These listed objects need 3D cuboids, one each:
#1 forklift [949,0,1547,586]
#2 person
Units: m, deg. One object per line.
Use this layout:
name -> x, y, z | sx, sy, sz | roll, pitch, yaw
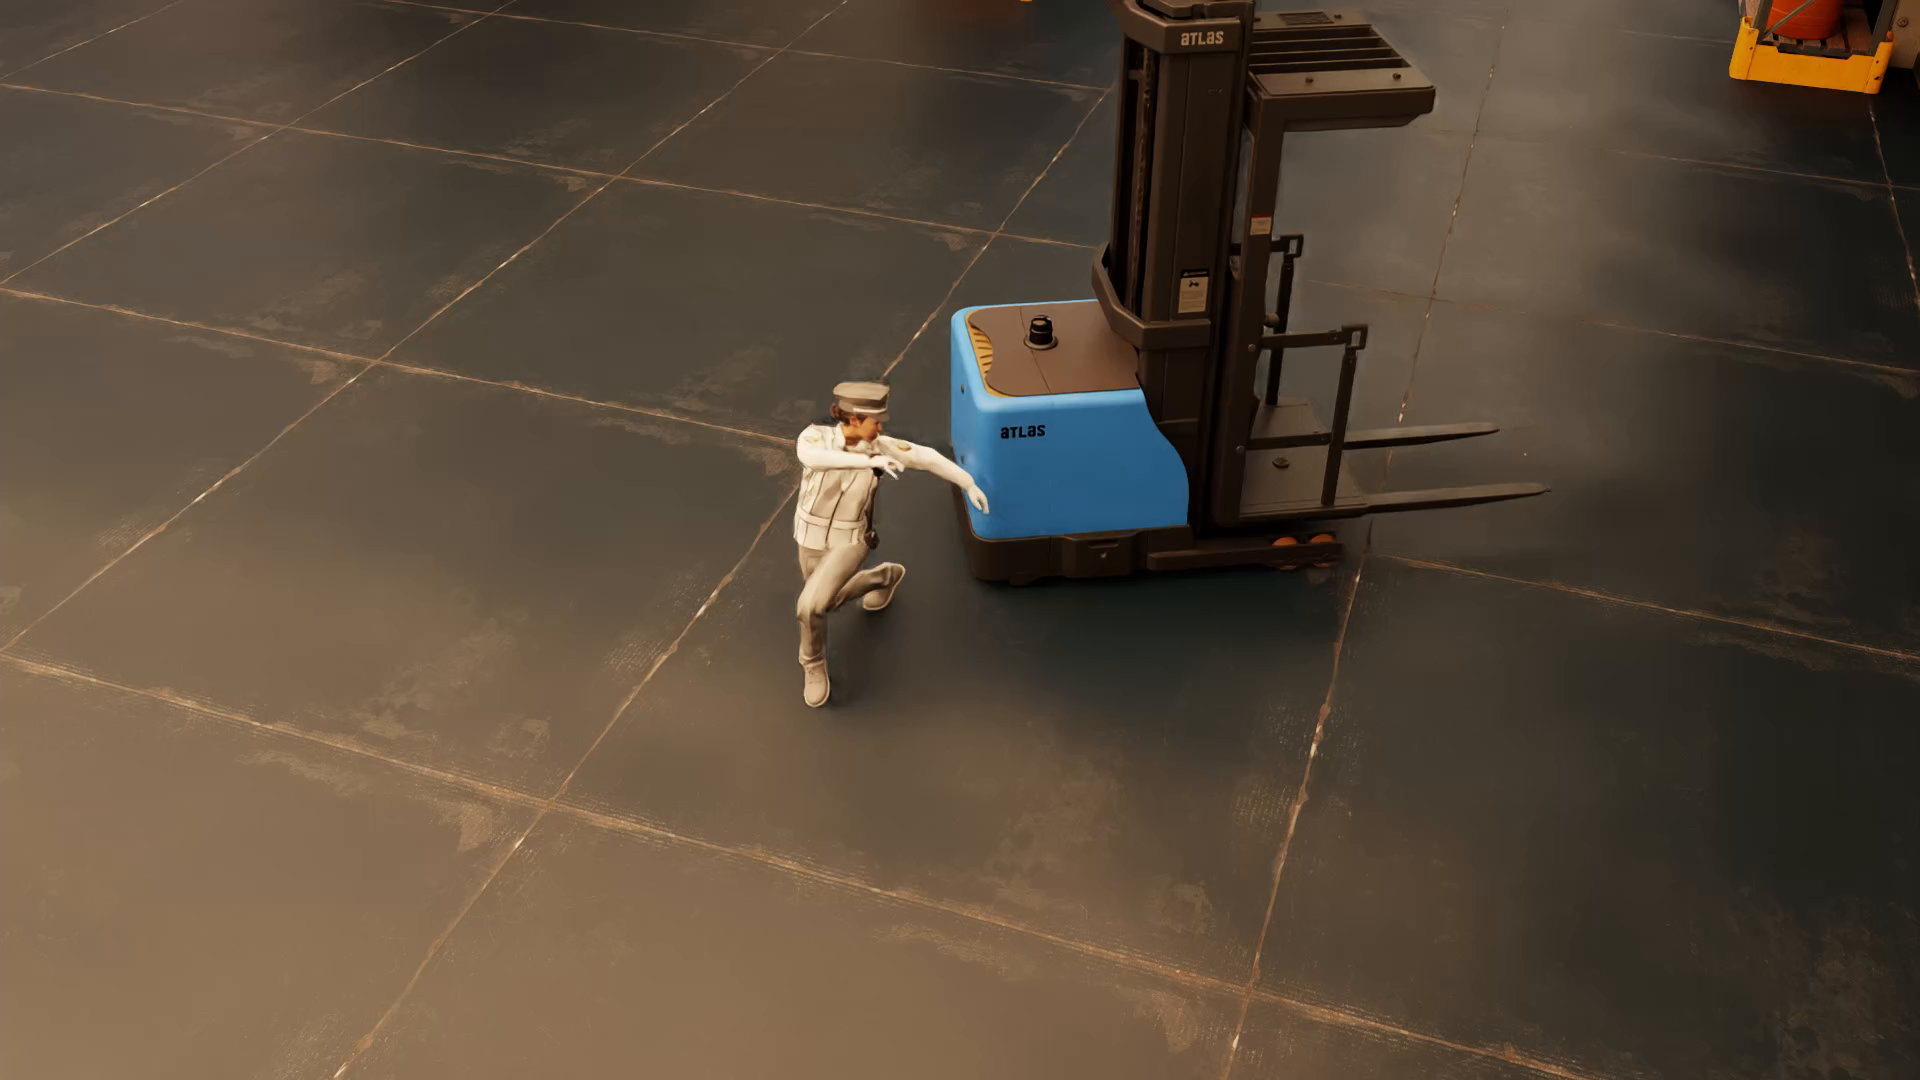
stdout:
forklift -> 1.499, -1.343, 8.006 | 3.031, 2.935, 1.130 | -4, 36, -6
person -> -0.350, -0.026, 7.490 | 0.823, 1.380, 0.945 | 9, 36, 12
